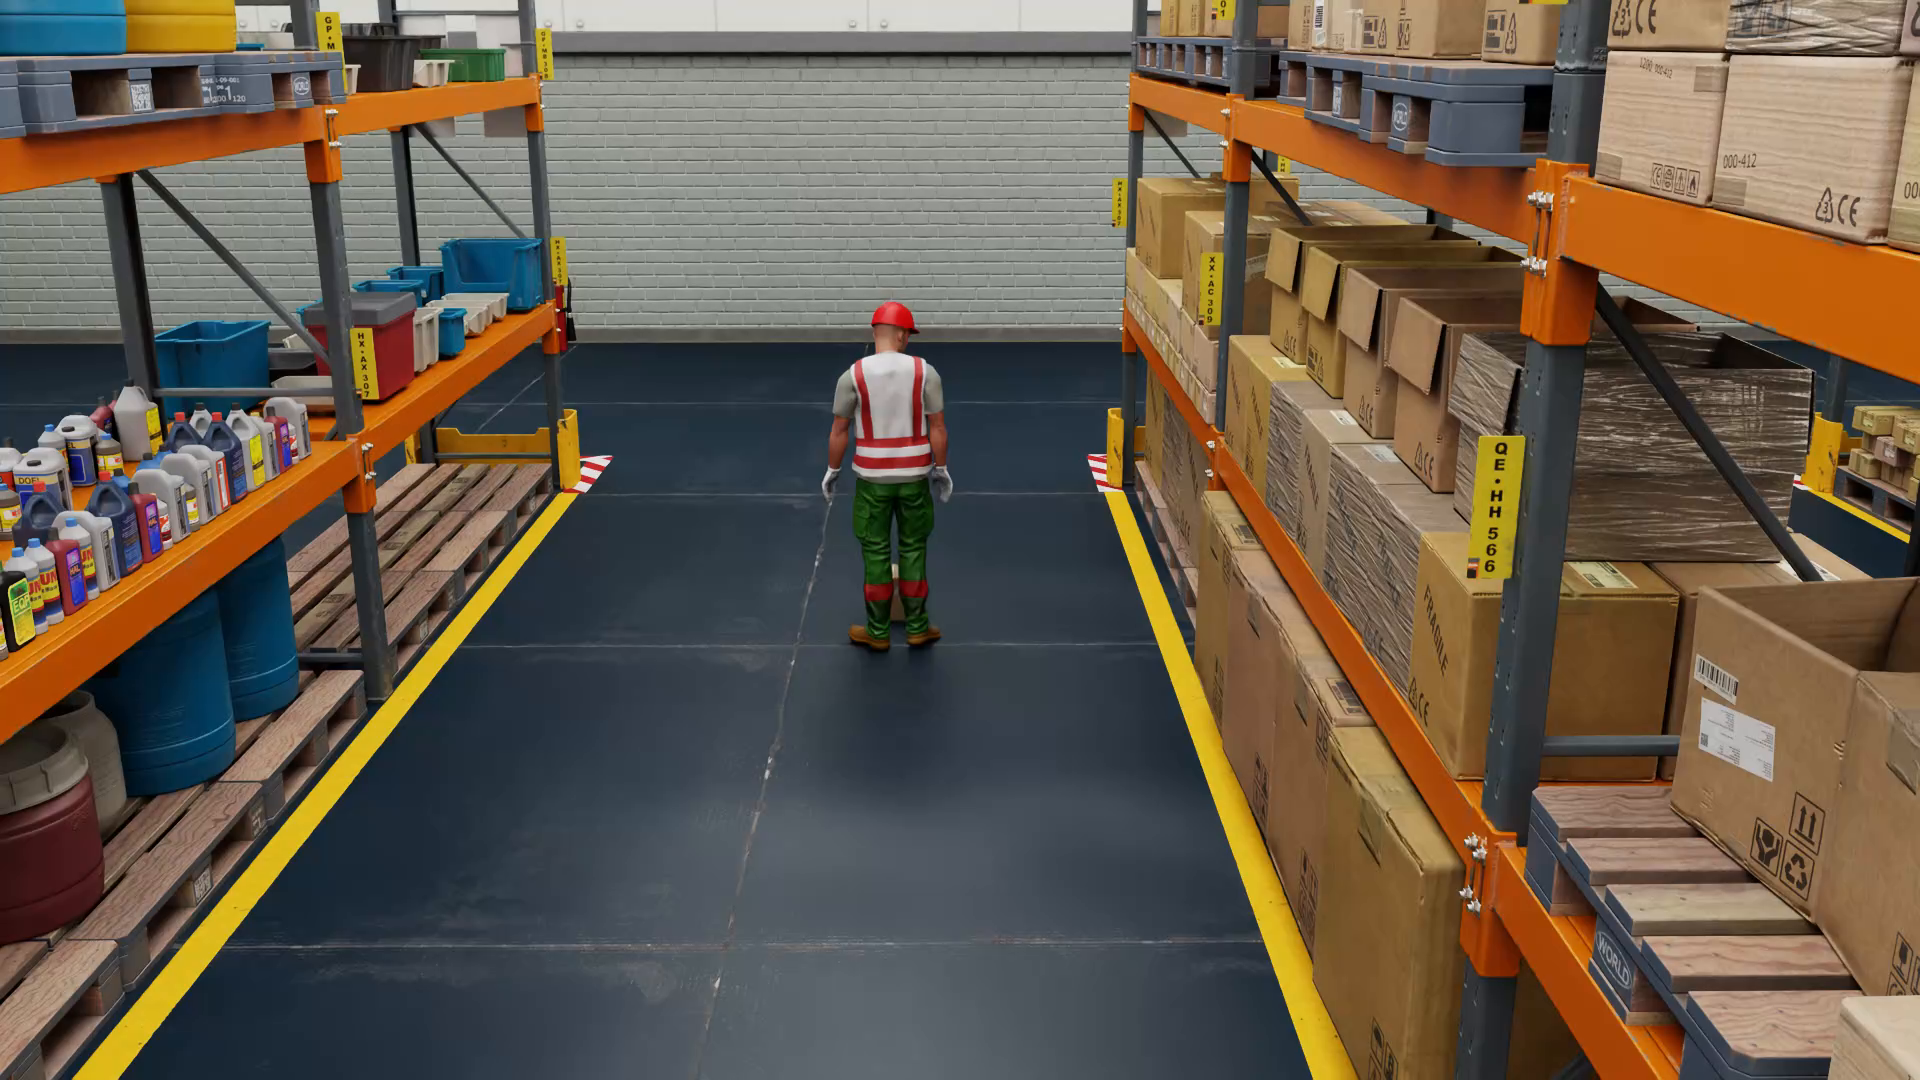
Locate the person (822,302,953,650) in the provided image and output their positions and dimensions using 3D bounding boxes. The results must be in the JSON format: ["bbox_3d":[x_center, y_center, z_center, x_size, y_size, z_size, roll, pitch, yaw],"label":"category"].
[{"bbox_3d":[-0.372,-0.310,8.508,0.655,1.802,0.376,-3,17,-10],"label":"person"}]
